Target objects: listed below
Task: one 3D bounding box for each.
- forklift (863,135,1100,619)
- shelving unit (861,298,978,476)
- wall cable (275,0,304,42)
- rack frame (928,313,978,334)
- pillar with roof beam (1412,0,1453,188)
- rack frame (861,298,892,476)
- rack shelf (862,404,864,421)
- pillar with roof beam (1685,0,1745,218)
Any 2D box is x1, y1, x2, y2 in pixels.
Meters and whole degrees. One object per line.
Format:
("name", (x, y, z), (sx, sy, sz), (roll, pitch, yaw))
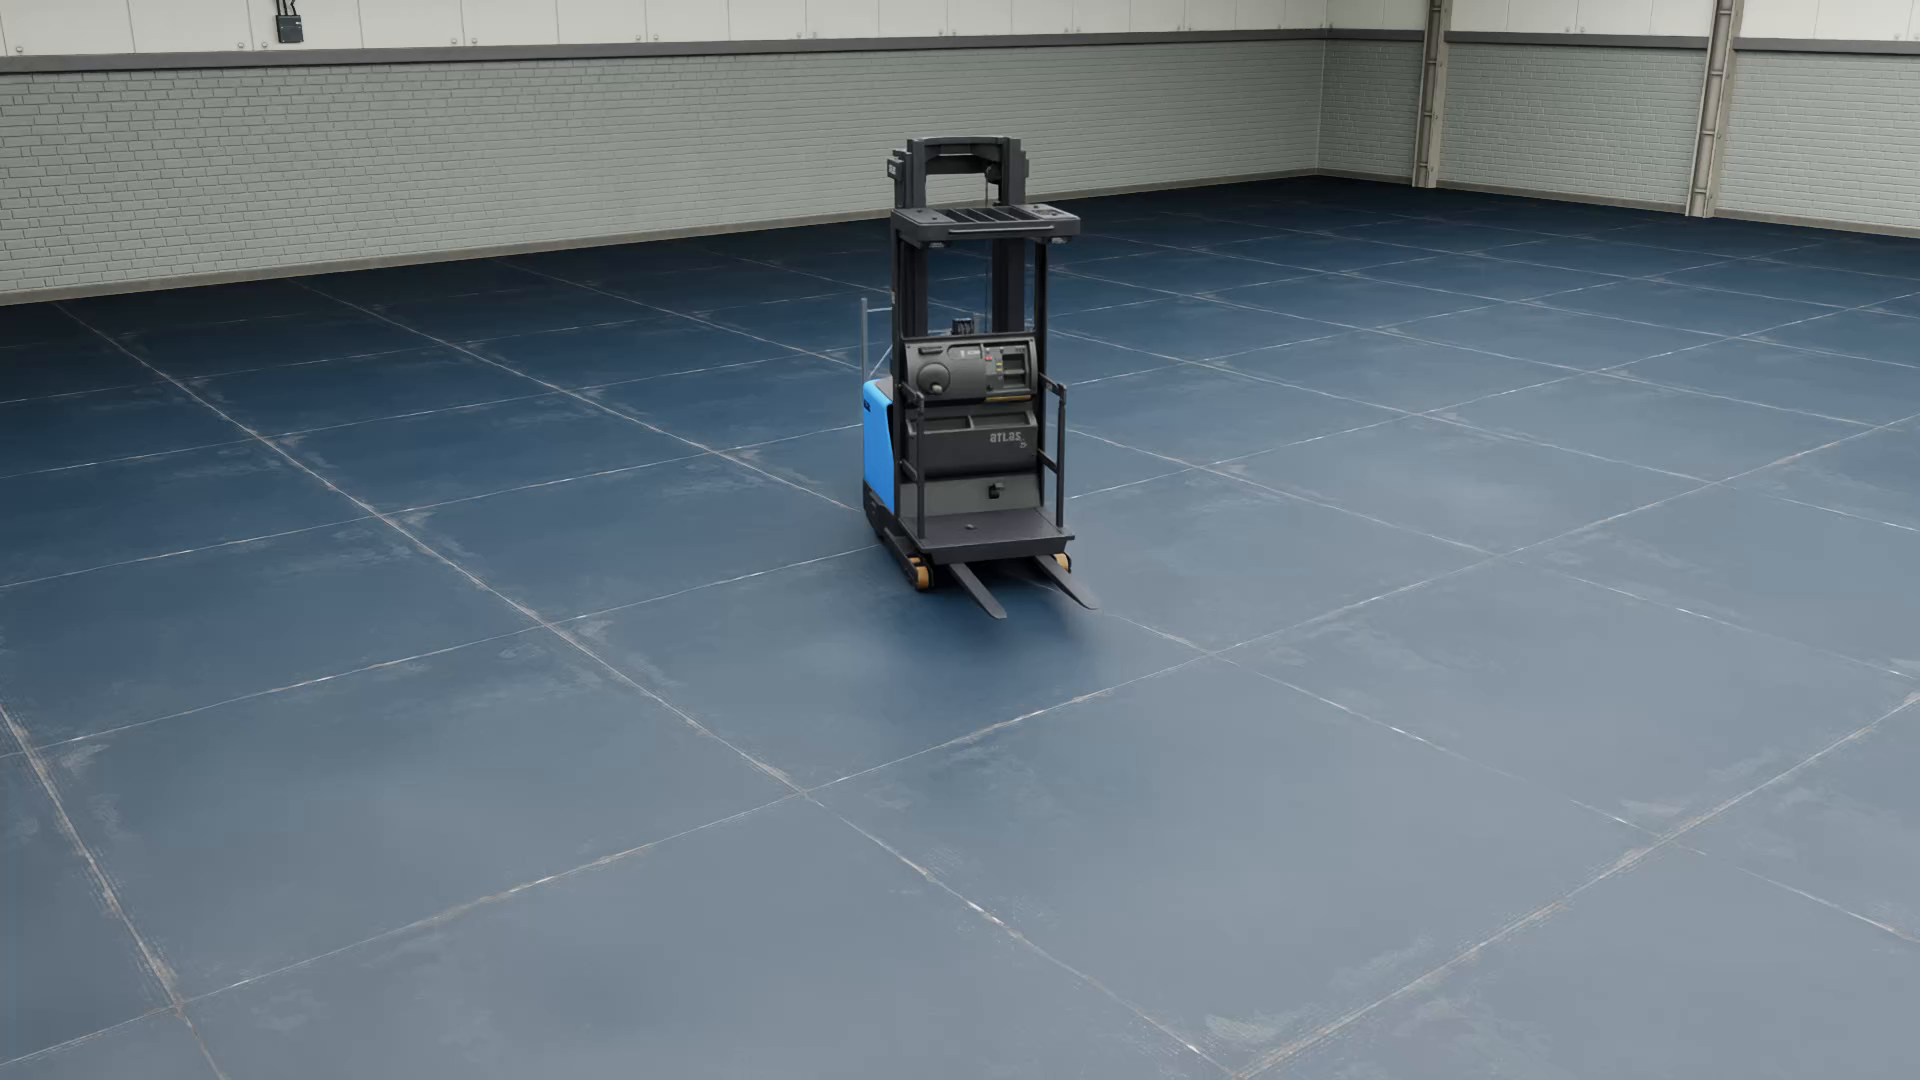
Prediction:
("forklift", (0.139, -1.185, 11.278), (1.130, 2.935, 3.031), (-5, 19, -15))
("shelving unit", (-0.333, -1.150, 13.449), (0.538, 1.500, 1.048), (-10, 21, -28))
("wall cable", (-8.409, -9.895, 22.518), (2.305, 6.003, 0.169), (-14, 23, -36))
("rack frame", (-0.082, -1.011, 13.029), (0.500, 1.500, 0.032), (-10, 21, -28))
("pillar with roof beam", (6.250, -10.755, 30.527), (9.100, 9.000, 0.400), (-14, 23, -36))
("rack frame", (-0.585, -1.289, 13.868), (0.500, 1.500, 0.032), (-10, 21, -28))
("rack shelf", (-0.333, -0.979, 13.505), (0.538, 0.185, 1.000), (-10, 21, -28))
("pillar with roof beam", (9.975, -9.276, 26.062), (9.100, 9.000, 0.400), (-14, 23, -36))
